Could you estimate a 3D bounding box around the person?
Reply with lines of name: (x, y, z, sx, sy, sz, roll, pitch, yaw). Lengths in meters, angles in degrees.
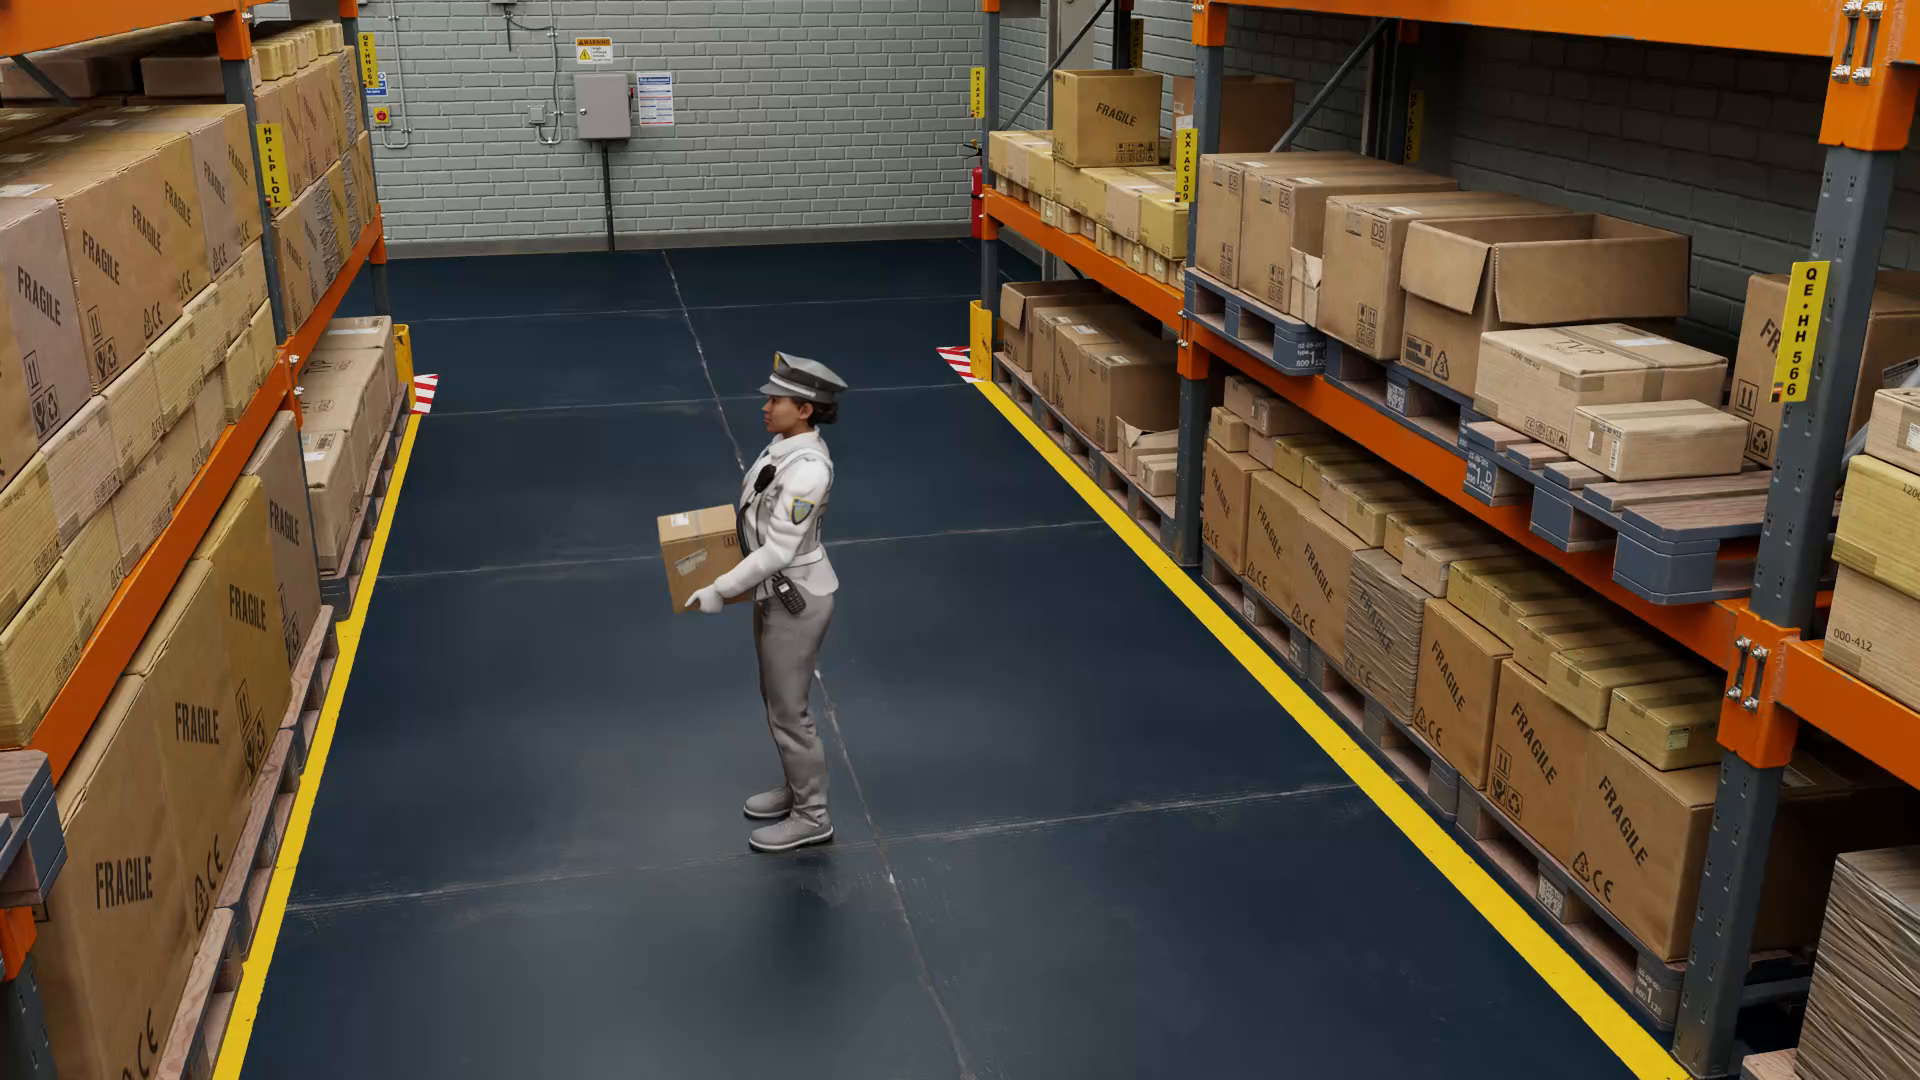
person: (-0.632, 0.201, 5.479, 0.551, 1.686, 0.459, -4, 20, -11)
